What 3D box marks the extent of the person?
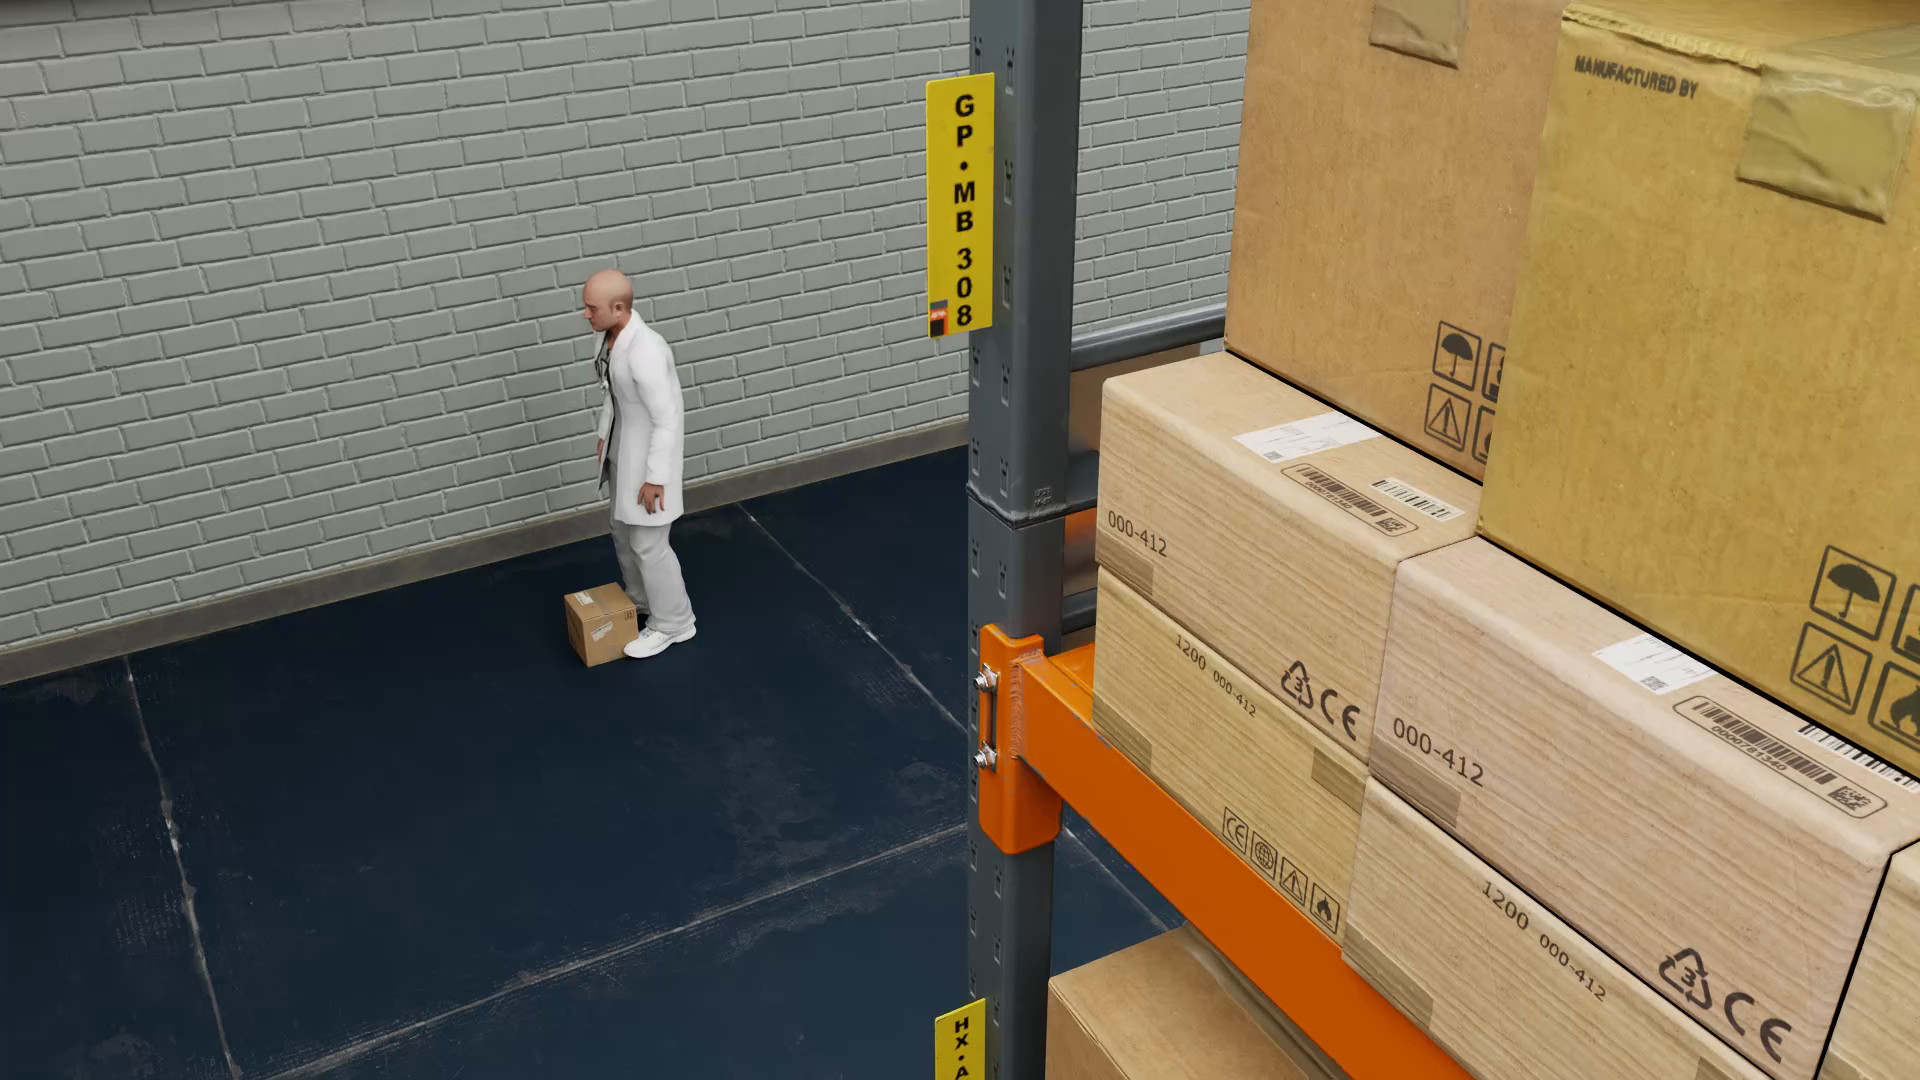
[{"bbox_3d":[-1.414,-0.350,7.281,0.417,1.774,0.649,-16,33,-27],"label":"person"}]
